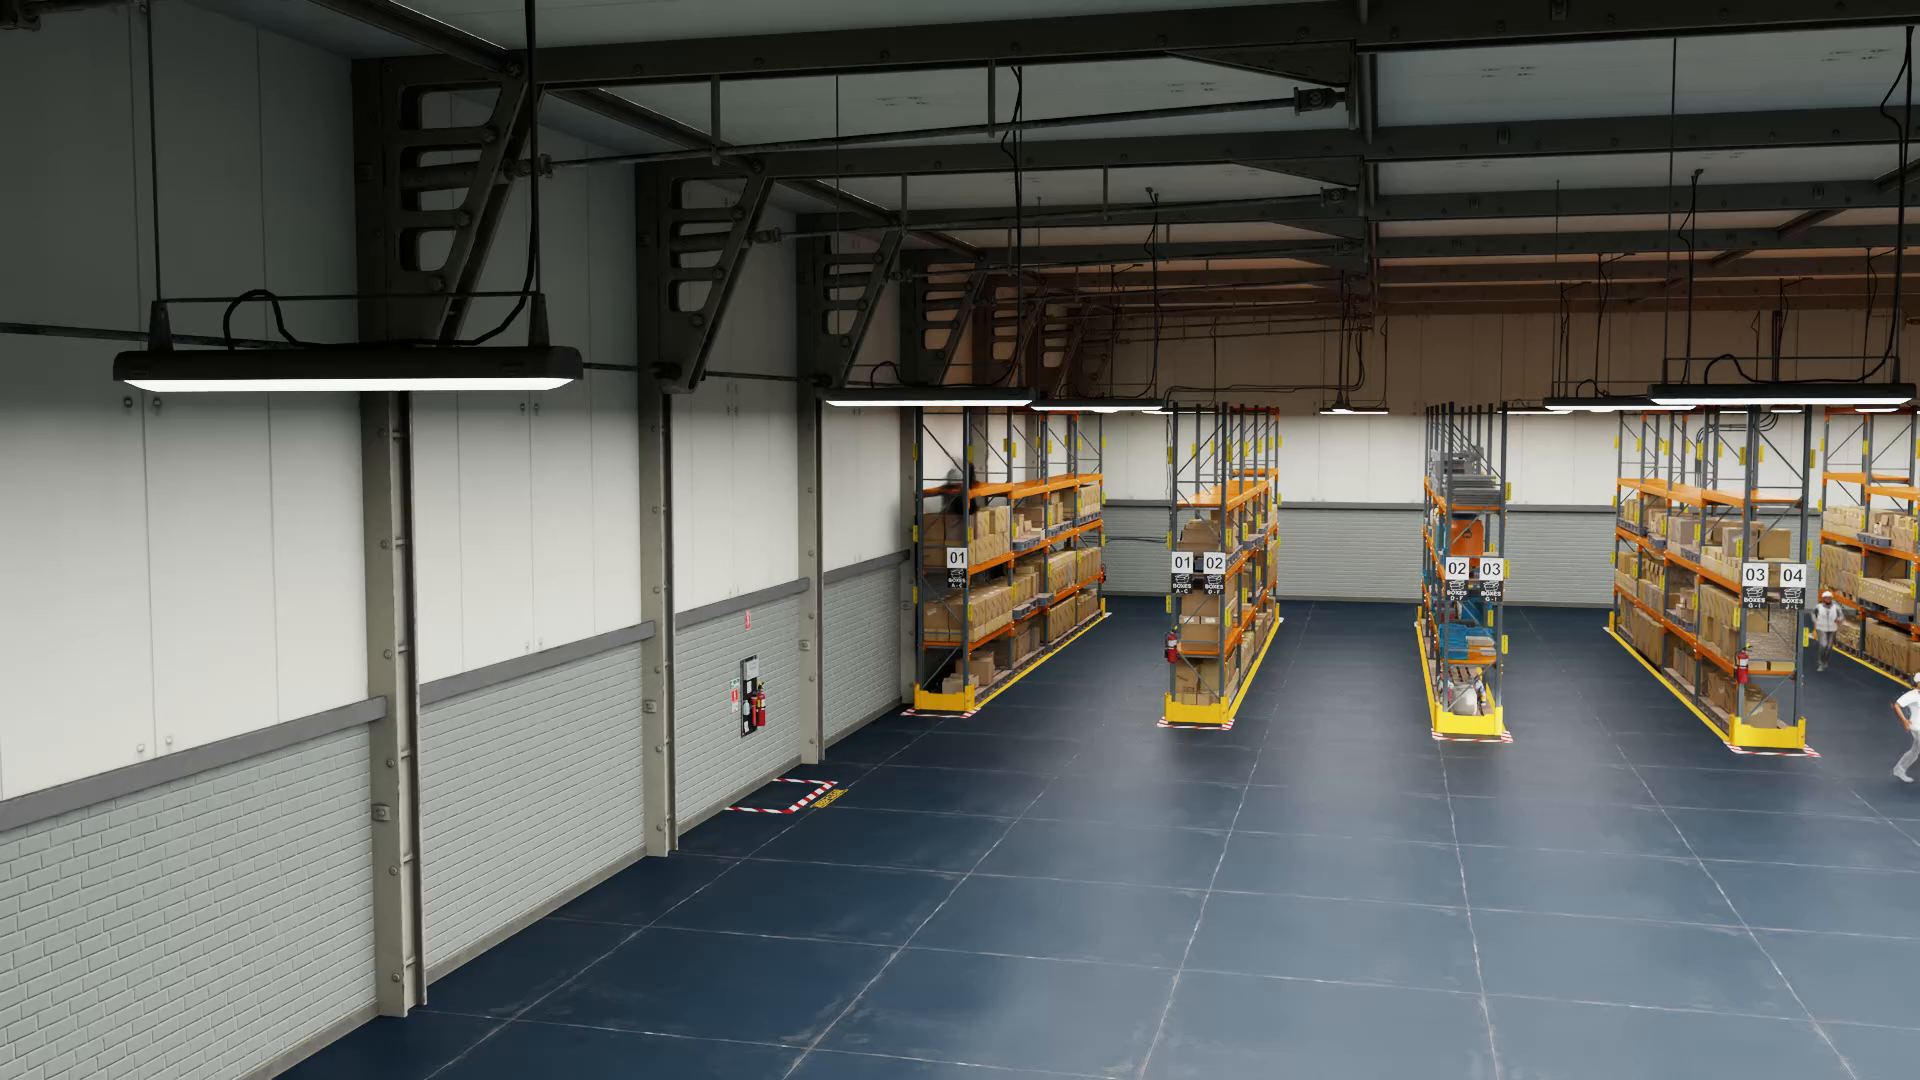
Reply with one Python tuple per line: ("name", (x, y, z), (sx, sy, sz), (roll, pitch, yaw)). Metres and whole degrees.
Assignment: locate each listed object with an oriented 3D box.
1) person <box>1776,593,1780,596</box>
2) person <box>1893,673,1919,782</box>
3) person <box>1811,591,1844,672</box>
("person", (20.631, 1.878, 41.717), (0.571, 1.567, 0.607), (2, 4, 20))
("person", (14.787, 2.943, 25.602), (0.678, 1.826, 0.795), (-3, 5, -38))
("person", (19.600, 2.065, 37.572), (0.651, 1.828, 0.788), (1, 4, 16))
